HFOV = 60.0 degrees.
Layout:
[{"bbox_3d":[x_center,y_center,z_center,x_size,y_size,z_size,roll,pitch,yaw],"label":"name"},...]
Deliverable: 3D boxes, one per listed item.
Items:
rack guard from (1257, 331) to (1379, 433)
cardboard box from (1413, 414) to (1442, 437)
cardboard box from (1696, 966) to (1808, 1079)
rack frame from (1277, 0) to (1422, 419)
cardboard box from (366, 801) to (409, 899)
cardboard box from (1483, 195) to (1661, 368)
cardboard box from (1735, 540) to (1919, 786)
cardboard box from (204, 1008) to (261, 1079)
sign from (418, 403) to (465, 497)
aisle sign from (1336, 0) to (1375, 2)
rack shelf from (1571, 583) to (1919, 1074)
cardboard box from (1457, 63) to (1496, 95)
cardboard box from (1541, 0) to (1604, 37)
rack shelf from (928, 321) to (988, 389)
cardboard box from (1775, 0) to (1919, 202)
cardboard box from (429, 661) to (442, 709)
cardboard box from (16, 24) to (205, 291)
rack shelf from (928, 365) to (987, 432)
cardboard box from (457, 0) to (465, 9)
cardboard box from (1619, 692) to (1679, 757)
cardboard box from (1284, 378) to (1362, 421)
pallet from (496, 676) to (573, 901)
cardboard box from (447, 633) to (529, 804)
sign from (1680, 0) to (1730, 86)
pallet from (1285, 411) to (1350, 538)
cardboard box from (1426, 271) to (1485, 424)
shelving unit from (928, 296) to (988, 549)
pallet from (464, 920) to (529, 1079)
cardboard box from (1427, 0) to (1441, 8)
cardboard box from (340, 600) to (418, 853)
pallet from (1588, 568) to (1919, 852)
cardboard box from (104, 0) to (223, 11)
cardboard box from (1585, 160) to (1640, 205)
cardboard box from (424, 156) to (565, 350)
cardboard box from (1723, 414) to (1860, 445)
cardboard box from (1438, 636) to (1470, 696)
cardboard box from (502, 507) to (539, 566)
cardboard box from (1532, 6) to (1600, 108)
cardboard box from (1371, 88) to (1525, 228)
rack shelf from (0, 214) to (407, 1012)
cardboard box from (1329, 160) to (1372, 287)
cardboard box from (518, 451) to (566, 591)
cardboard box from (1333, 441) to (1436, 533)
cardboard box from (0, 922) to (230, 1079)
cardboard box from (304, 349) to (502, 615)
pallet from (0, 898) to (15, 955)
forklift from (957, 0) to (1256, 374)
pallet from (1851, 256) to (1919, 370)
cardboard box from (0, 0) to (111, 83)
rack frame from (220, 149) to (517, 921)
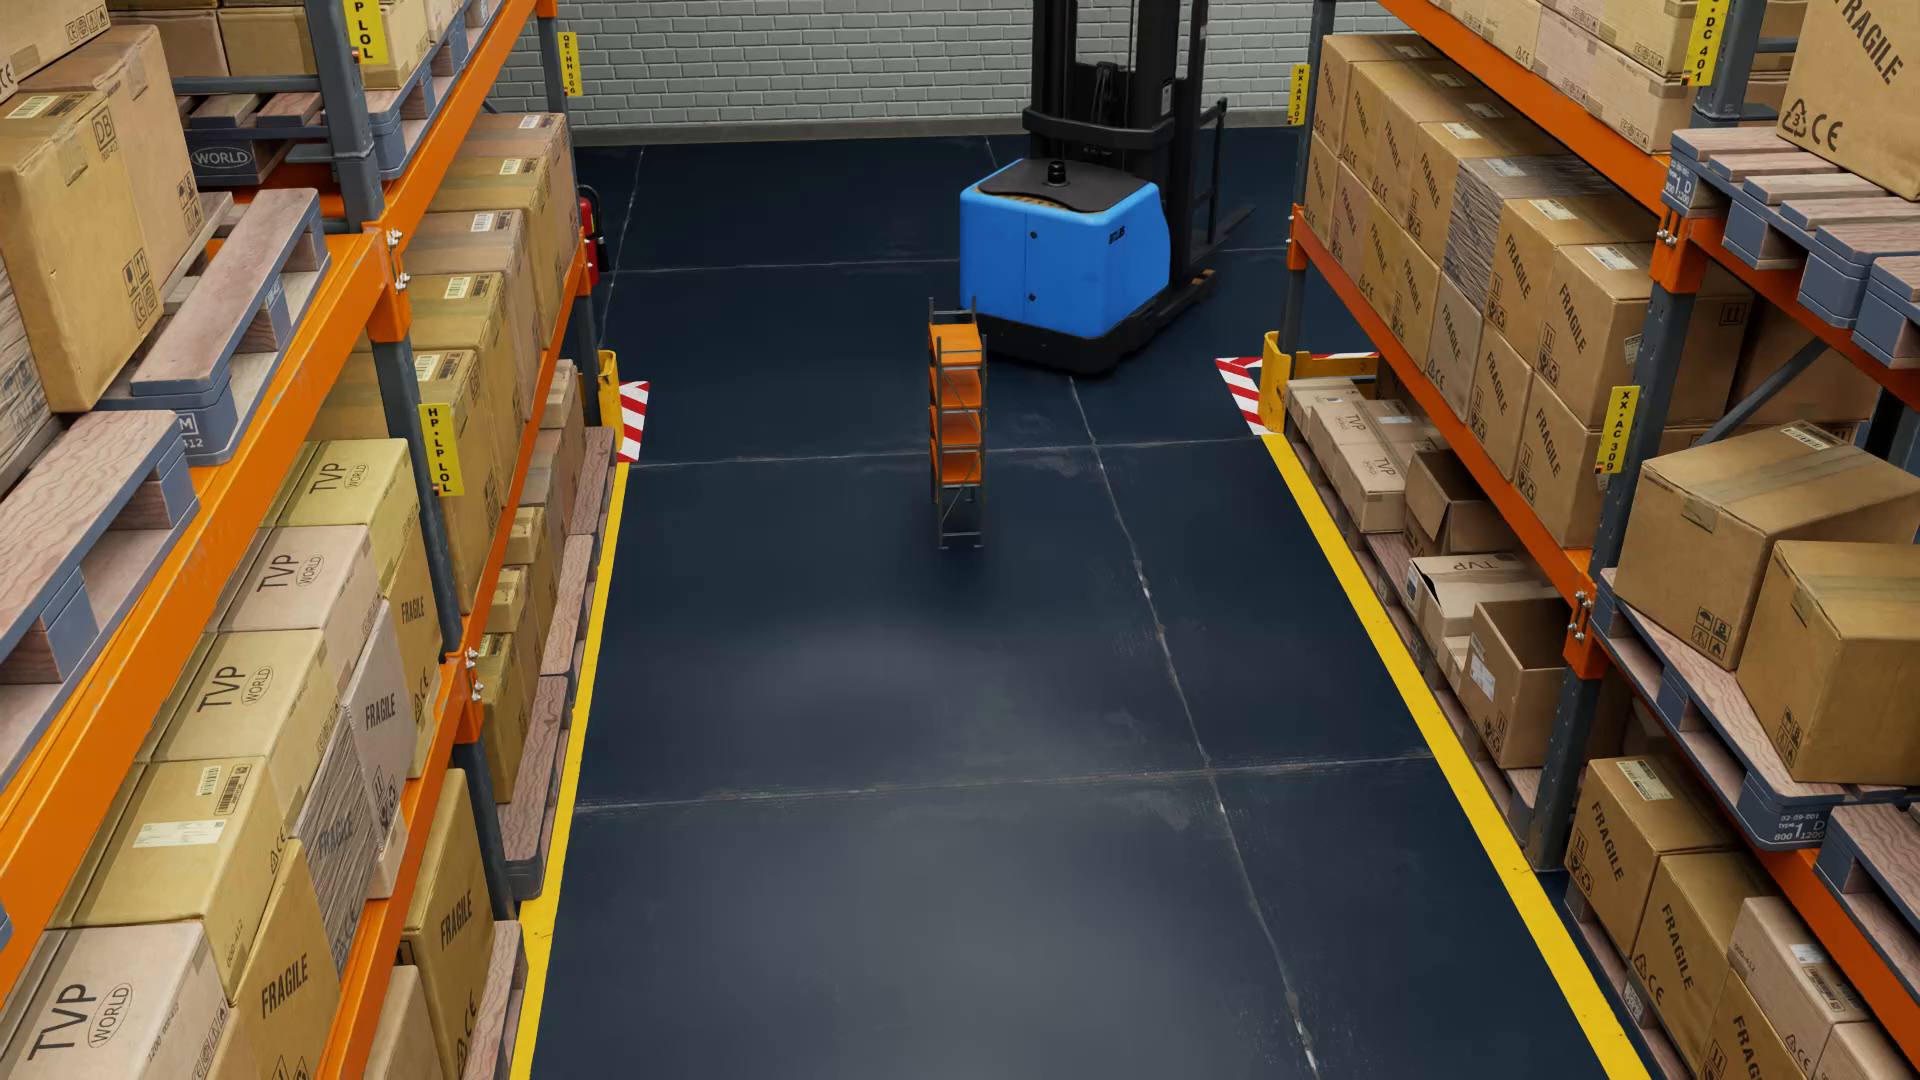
[{"bbox_3d":[2.387,-0.957,9.865,1.175,0.500,0.348,-3,31,-5],"label":"rack guard"},{"bbox_3d":[2.624,-0.565,9.104,0.380,0.166,0.250,-3,31,-5],"label":"cardboard box"},{"bbox_3d":[2.657,1.643,5.082,0.500,0.500,0.500,-2,31,-4],"label":"cardboard box"},{"bbox_3d":[2.380,-2.069,9.289,1.000,3.000,0.127,-3,31,-5],"label":"rack frame"},{"bbox_3d":[-1.755,0.865,4.603,0.380,0.149,0.250,-3,31,-5],"label":"cardboard box"},{"bbox_3d":[2.398,-1.006,6.437,0.500,0.500,0.500,-3,31,-6],"label":"cardboard box"},{"bbox_3d":[2.703,0.350,4.731,0.700,0.500,0.500,2,31,3],"label":"cardboard box"},{"bbox_3d":[-1.680,1.294,3.252,0.500,0.500,0.500,-3,31,-5],"label":"cardboard box"},{"bbox_3d":[-1.638,-0.282,5.245,0.100,0.325,0.005,-3,31,-5],"label":"sign"},{"bbox_3d":[2.081,-3.206,8.657,0.394,0.787,0.004,-3,31,-5],"label":"aisle sign"},{"bbox_3d":[2.941,1.303,4.345,1.077,0.370,4.000,-3,31,-5],"label":"rack shelf"},{"bbox_3d":[2.744,-2.069,8.217,0.500,0.500,0.500,-2,31,-3],"label":"cardboard box"},{"bbox_3d":[2.395,-1.956,5.833,0.500,0.250,0.500,-3,31,-5],"label":"cardboard box"},{"bbox_3d":[-0.015,-0.937,8.382,0.258,0.148,0.480,-3,31,-5],"label":"rack shelf"},{"bbox_3d":[2.728,-1.320,4.505,0.600,0.600,0.600,-6,31,-9],"label":"cardboard box"},{"bbox_3d":[-1.864,0.471,5.262,0.380,0.149,0.250,-2,31,-4],"label":"cardboard box"},{"bbox_3d":[-2.205,-0.853,3.801,0.700,0.500,0.500,-4,31,-7],"label":"cardboard box"},{"bbox_3d":[-0.015,-0.734,8.504,0.258,0.148,0.480,-3,31,-5],"label":"rack shelf"},{"bbox_3d":[-2.069,-2.122,6.092,0.500,0.250,0.500,-4,31,-6],"label":"cardboard box"},{"bbox_3d":[2.930,0.714,6.823,0.500,0.311,0.500,-3,31,-5],"label":"cardboard box"},{"bbox_3d":[2.077,-0.804,9.522,0.380,0.149,0.250,-3,31,-5],"label":"cardboard box"},{"bbox_3d":[-2.171,1.017,6.841,1.003,0.211,1.213,-3,31,-5],"label":"pallet"},{"bbox_3d":[-2.146,0.718,6.650,0.700,0.500,0.500,-2,31,-4],"label":"cardboard box"},{"bbox_3d":[2.214,-1.507,4.918,0.100,0.325,0.005,-3,31,-5],"label":"sign"},{"bbox_3d":[2.463,-0.426,9.258,1.003,0.211,1.213,-3,31,-5],"label":"pallet"},{"bbox_3d":[2.352,-0.838,7.130,0.500,0.500,0.500,-2,31,-3],"label":"cardboard box"},{"bbox_3d":[-0.015,-0.600,8.584,0.258,1.200,0.503,-3,31,-5],"label":"shelving unit"},{"bbox_3d":[-2.031,1.800,5.531,1.003,0.211,1.213,-3,31,-5],"label":"pallet"},{"bbox_3d":[2.257,-2.507,7.243,0.500,0.250,0.500,-3,31,-5],"label":"cardboard box"},{"bbox_3d":[-1.826,0.517,4.553,0.500,0.500,0.500,-3,31,-4],"label":"cardboard box"},{"bbox_3d":[2.720,0.469,5.227,1.003,0.211,1.213,-3,31,-5],"label":"pallet"},{"bbox_3d":[-2.475,-1.902,4.991,0.500,0.500,0.500,-3,31,-5],"label":"cardboard box"},{"bbox_3d":[2.894,-1.279,6.894,0.500,0.500,0.500,-4,31,-6],"label":"cardboard box"},{"bbox_3d":[-2.415,-1.328,7.755,0.980,0.700,0.700,-3,31,-5],"label":"cardboard box"},{"bbox_3d":[2.978,-0.343,6.302,0.500,0.500,0.500,-2,31,-3],"label":"cardboard box"},{"bbox_3d":[2.323,0.542,7.268,0.380,0.149,0.250,-3,31,-5],"label":"cardboard box"},{"bbox_3d":[-2.045,-0.010,7.237,0.380,0.149,0.250,-4,31,-6],"label":"cardboard box"},{"bbox_3d":[2.407,-1.742,5.962,0.500,0.250,0.500,-3,31,-5],"label":"cardboard box"},{"bbox_3d":[2.257,-1.780,7.732,0.500,0.500,0.500,-2,31,-4],"label":"cardboard box"},{"bbox_3d":[-1.991,0.254,3.175,1.077,0.370,4.000,-3,31,-5],"label":"rack shelf"},{"bbox_3d":[2.213,-1.610,8.422,0.500,0.500,0.500,-3,31,-5],"label":"cardboard box"},{"bbox_3d":[-2.292,-0.072,7.974,0.700,0.500,0.500,-4,31,-6],"label":"cardboard box"},{"bbox_3d":[2.242,-0.276,8.539,0.500,0.250,0.500,-3,31,-5],"label":"cardboard box"},{"bbox_3d":[-1.691,0.980,3.046,0.500,0.250,0.500,-3,31,-4],"label":"cardboard box"},{"bbox_3d":[-2.212,-0.194,5.858,0.980,0.700,0.700,-2,31,-4],"label":"cardboard box"},{"bbox_3d":[-1.917,0.722,1.876,1.213,0.211,1.003,-1,31,-2],"label":"pallet"},{"bbox_3d":[1.171,-3.012,10.934,1.130,2.935,3.031,17,35,26],"label":"forklift"},{"bbox_3d":[2.845,-0.368,3.700,1.213,0.211,1.003,-3,31,-5],"label":"pallet"},{"bbox_3d":[-2.226,-1.174,3.607,0.500,0.250,0.500,-1,31,-1],"label":"cardboard box"},{"bbox_3d":[-2.178,0.212,5.469,1.000,3.000,0.127,-3,31,-5],"label":"rack frame"}]
